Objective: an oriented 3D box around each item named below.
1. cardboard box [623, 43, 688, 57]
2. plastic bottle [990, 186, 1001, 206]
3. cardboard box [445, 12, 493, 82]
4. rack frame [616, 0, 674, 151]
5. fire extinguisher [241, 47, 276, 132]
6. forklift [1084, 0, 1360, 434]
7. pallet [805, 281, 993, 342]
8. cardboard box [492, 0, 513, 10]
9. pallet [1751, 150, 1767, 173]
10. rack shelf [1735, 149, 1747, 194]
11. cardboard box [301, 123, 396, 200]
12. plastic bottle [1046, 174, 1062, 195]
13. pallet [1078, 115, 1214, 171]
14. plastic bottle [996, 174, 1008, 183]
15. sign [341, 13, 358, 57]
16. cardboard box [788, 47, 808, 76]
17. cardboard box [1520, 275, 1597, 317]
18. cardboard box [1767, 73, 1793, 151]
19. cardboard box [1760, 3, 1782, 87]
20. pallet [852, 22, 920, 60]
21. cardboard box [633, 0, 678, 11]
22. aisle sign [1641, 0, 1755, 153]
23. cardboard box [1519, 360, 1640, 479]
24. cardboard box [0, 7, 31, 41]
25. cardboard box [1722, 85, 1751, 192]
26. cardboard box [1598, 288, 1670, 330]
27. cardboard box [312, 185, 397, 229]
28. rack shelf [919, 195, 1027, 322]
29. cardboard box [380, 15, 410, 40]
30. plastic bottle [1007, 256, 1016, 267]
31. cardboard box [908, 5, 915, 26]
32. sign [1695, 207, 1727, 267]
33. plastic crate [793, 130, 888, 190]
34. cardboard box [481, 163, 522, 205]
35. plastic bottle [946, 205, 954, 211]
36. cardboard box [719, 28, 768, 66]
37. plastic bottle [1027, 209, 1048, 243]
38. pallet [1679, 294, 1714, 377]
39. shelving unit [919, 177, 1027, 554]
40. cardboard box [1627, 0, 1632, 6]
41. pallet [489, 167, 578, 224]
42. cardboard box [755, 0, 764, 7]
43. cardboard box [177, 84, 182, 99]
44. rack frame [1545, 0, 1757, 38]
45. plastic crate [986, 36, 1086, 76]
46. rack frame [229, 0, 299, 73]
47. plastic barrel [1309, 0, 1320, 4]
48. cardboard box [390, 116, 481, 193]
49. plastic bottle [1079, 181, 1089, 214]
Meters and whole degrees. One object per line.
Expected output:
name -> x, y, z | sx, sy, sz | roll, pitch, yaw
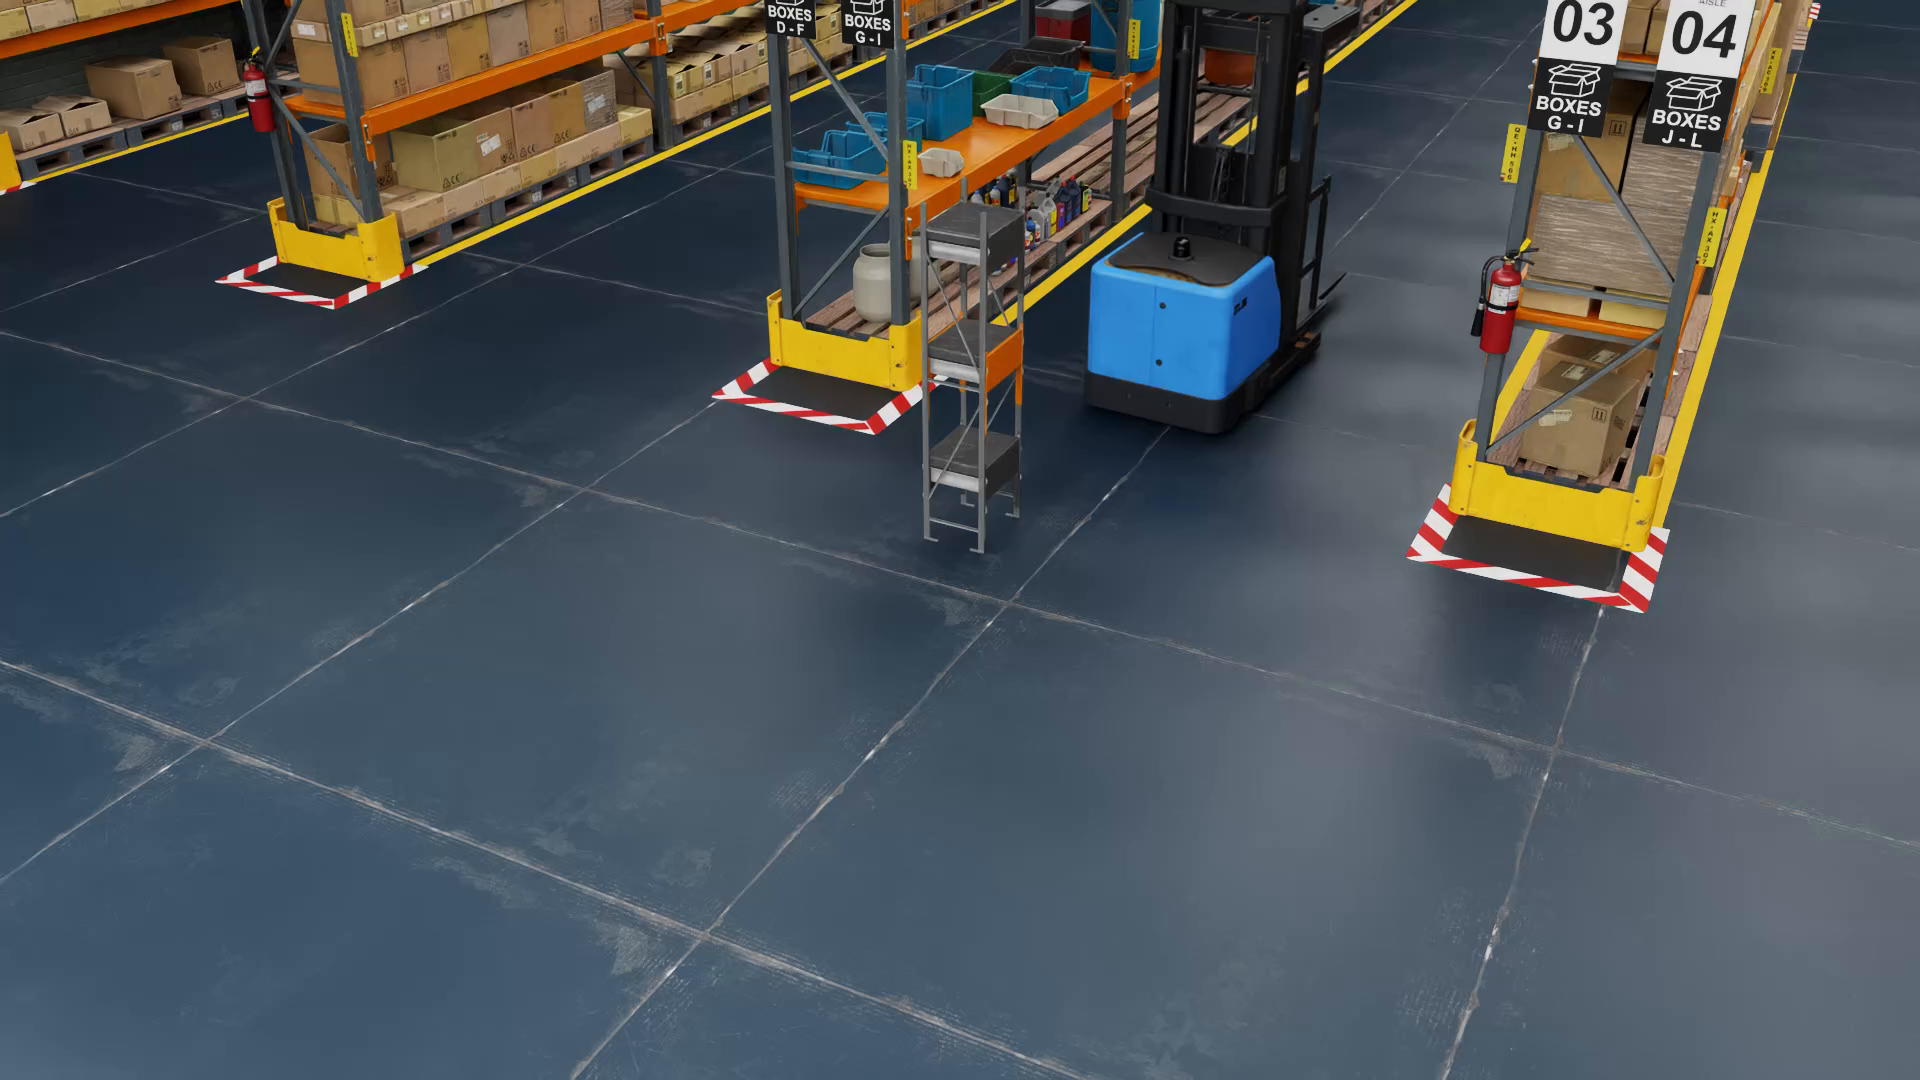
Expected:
cardboard box -> -3.247, -5.122, 17.724 | 0.500, 0.311, 0.500 | 15, 33, 25
plastic bottle -> 0.304, -2.939, 14.444 | 0.097, 0.271, 0.097 | 0, 30, 0
cardboard box -> -4.540, -4.339, 14.484 | 0.700, 0.500, 0.500 | 15, 33, 24
rack frame -> -3.408, -5.412, 16.453 | 1.000, 3.000, 0.127 | 14, 33, 23
fire extinguisher -> -5.697, -3.658, 13.477 | 0.296, 0.674, 0.183 | 14, 33, 23
forklift -> 2.046, -2.682, 11.768 | 1.130, 2.935, 3.031 | 16, 34, 26
pallet -> -0.454, -1.708, 12.802 | 1.003, 0.211, 1.213 | 14, 33, 23
cardboard box -> -4.158, -4.770, 14.583 | 0.380, 0.149, 0.250 | 15, 33, 24
pallet -> 7.658, -4.060, 16.898 | 1.003, 0.211, 1.213 | 14, 33, 23
rack shelf -> 6.320, -3.738, 14.260 | 1.077, 0.370, 4.000 | 14, 33, 23
cardboard box -> -5.250, -3.259, 14.290 | 0.500, 0.500, 0.500 | 14, 33, 23
plastic bottle -> 0.835, -3.011, 14.489 | 0.144, 0.351, 0.185 | 14, 33, 23
pallet -> 1.878, -3.977, 16.755 | 1.003, 0.211, 1.213 | 14, 33, 23
plastic bottle -> 0.342, -3.105, 14.729 | 0.152, 0.276, 0.135 | 16, 33, 25
sign -> -4.739, -3.920, 12.906 | 0.100, 0.325, 0.005 | 14, 33, 23
cardboard box -> -2.071, -5.435, 18.832 | 0.500, 0.250, 0.500 | 15, 33, 24
cardboard box -> 3.533, -1.454, 9.813 | 0.380, 0.149, 0.250 | 14, 33, 23
cardboard box -> 7.564, -4.498, 16.574 | 1.225, 0.875, 0.875 | 13, 32, 21
cardboard box -> 5.449, -3.507, 11.733 | 0.500, 0.500, 0.500 | 14, 33, 23
pallet -> -1.212, -6.299, 20.797 | 1.003, 0.211, 1.213 | 14, 33, 23
cardboard box -> -3.222, -5.575, 16.888 | 0.500, 0.250, 0.500 | 17, 34, 26
aisle sign -> 3.826, -2.422, 8.635 | 0.394, 0.787, 0.004 | 14, 33, 23
cardboard box -> 3.887, -0.761, 10.442 | 0.500, 0.500, 0.500 | 21, 36, 32
cardboard box -> -9.136, -4.849, 15.603 | 0.500, 0.250, 0.500 | 13, 32, 22
cardboard box -> 4.314, -2.398, 9.801 | 0.500, 0.500, 0.500 | 14, 33, 23
cardboard box -> 3.929, -1.353, 9.637 | 0.380, 0.149, 0.250 | 14, 33, 23
cardboard box -> -5.249, -2.933, 14.476 | 0.500, 0.250, 0.500 | 14, 33, 23
rack shelf -> 0.075, -1.579, 9.304 | 0.431, 0.518, 0.480 | 14, 33, 23
cardboard box -> -4.742, -4.206, 13.601 | 0.380, 0.149, 0.250 | 13, 32, 22
plastic bottle -> 0.401, -2.356, 13.416 | 0.061, 0.283, 0.133 | 15, 33, 24
cardboard box -> -0.890, -6.663, 20.699 | 0.500, 0.500, 0.500 | 13, 32, 22
sign -> 4.070, -1.642, 9.019 | 0.100, 0.325, 0.005 | 14, 33, 23
plastic crate -> -0.860, -2.739, 11.947 | 0.499, 0.251, 0.616 | 14, 33, 23
cardboard box -> -4.335, -3.260, 15.045 | 0.500, 0.250, 0.500 | 14, 33, 23
plastic bottle -> -0.101, -2.711, 13.967 | 0.144, 0.351, 0.185 | 16, 33, 25
cardboard box -> -2.298, -5.454, 18.301 | 0.500, 0.311, 0.500 | 15, 33, 25
plastic bottle -> 0.651, -2.646, 13.930 | 0.152, 0.276, 0.135 | 15, 33, 24
pallet -> 5.135, -1.648, 12.699 | 1.003, 0.211, 1.213 | 14, 33, 23
shelving unit -> 0.075, -0.984, 9.645 | 0.431, 2.100, 0.503 | 14, 33, 23
cardboard box -> 3.436, -2.992, 8.977 | 0.380, 0.149, 0.250 | 14, 33, 23
pallet -> -4.362, -3.317, 15.605 | 1.003, 0.211, 1.213 | 14, 33, 23
cardboard box -> -2.086, -6.253, 19.693 | 0.500, 0.311, 0.500 | 15, 33, 25
cardboard box -> -8.566, -4.784, 17.781 | 0.380, 0.149, 0.250 | 12, 32, 19
rack frame -> 3.587, -3.992, 7.955 | 1.000, 3.000, 0.127 | 14, 33, 23
plastic crate -> 0.648, -4.057, 14.155 | 0.767, 0.338, 0.504 | 14, 33, 23
rack frame -> -7.819, -6.534, 18.407 | 1.000, 3.000, 0.127 | 14, 33, 23
plastic barrel -> 4.059, -6.554, 20.127 | 0.600, 0.901, 0.708 | 14, 33, 23
cardboard box -> -4.561, -3.363, 14.471 | 0.500, 0.500, 0.500 | 14, 33, 23
plastic bottle -> 1.075, -3.012, 14.558 | 0.061, 0.283, 0.133 | 16, 34, 26
